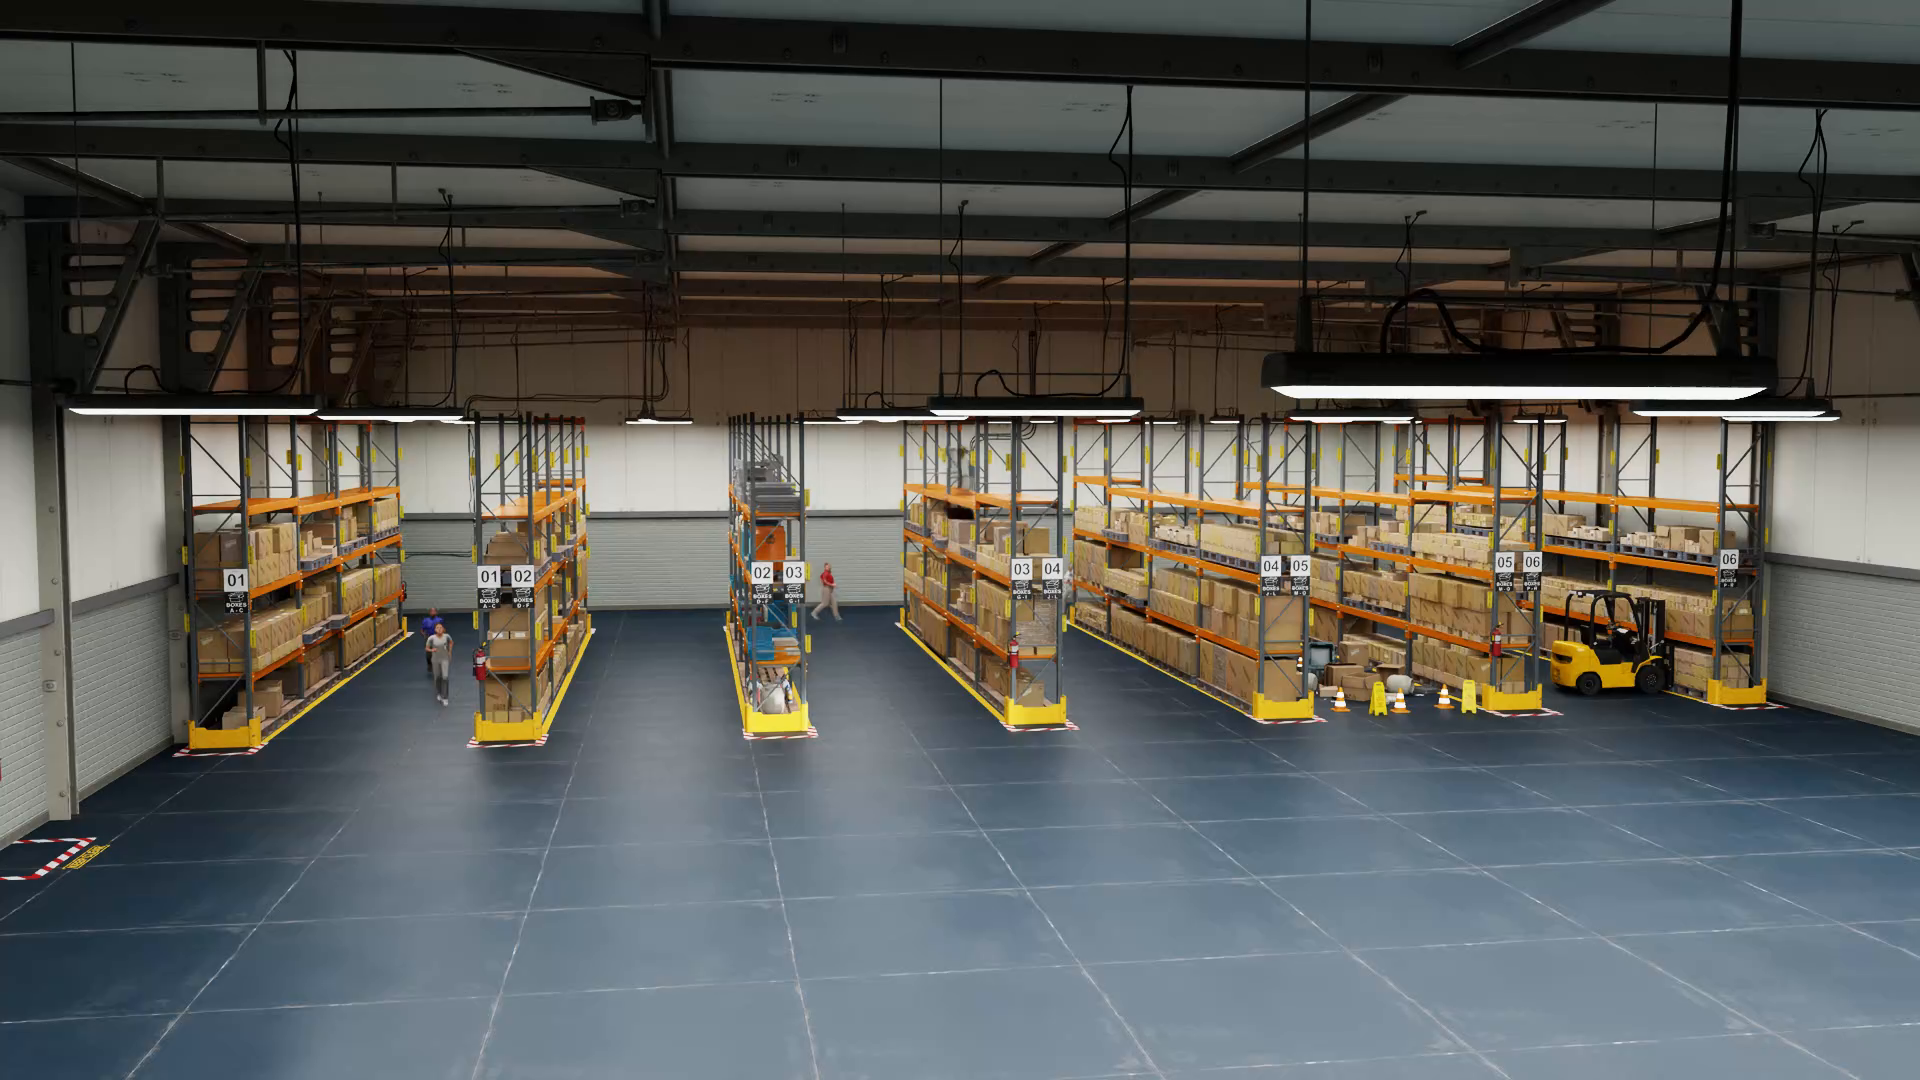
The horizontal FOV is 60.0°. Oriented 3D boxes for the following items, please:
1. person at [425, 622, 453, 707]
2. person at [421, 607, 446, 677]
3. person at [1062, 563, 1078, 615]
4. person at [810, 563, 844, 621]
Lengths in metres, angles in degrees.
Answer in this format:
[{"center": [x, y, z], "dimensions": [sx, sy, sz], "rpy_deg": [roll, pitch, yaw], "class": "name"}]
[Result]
[{"center": [-10.755, 2.544, 34.360], "dimensions": [0.555, 1.714, 0.806], "rpy_deg": [-1, 4, -18], "class": "person"}, {"center": [-12.060, 2.327, 38.113], "dimensions": [0.562, 1.609, 0.589], "rpy_deg": [-1, 4, -20], "class": "person"}, {"center": [3.348, 1.529, 49.738], "dimensions": [0.799, 1.711, 0.590], "rpy_deg": [-3, 5, -42], "class": "person"}, {"center": [-3.894, 1.531, 48.961], "dimensions": [0.994, 1.732, 0.702], "rpy_deg": [0, 4, 3], "class": "person"}]
